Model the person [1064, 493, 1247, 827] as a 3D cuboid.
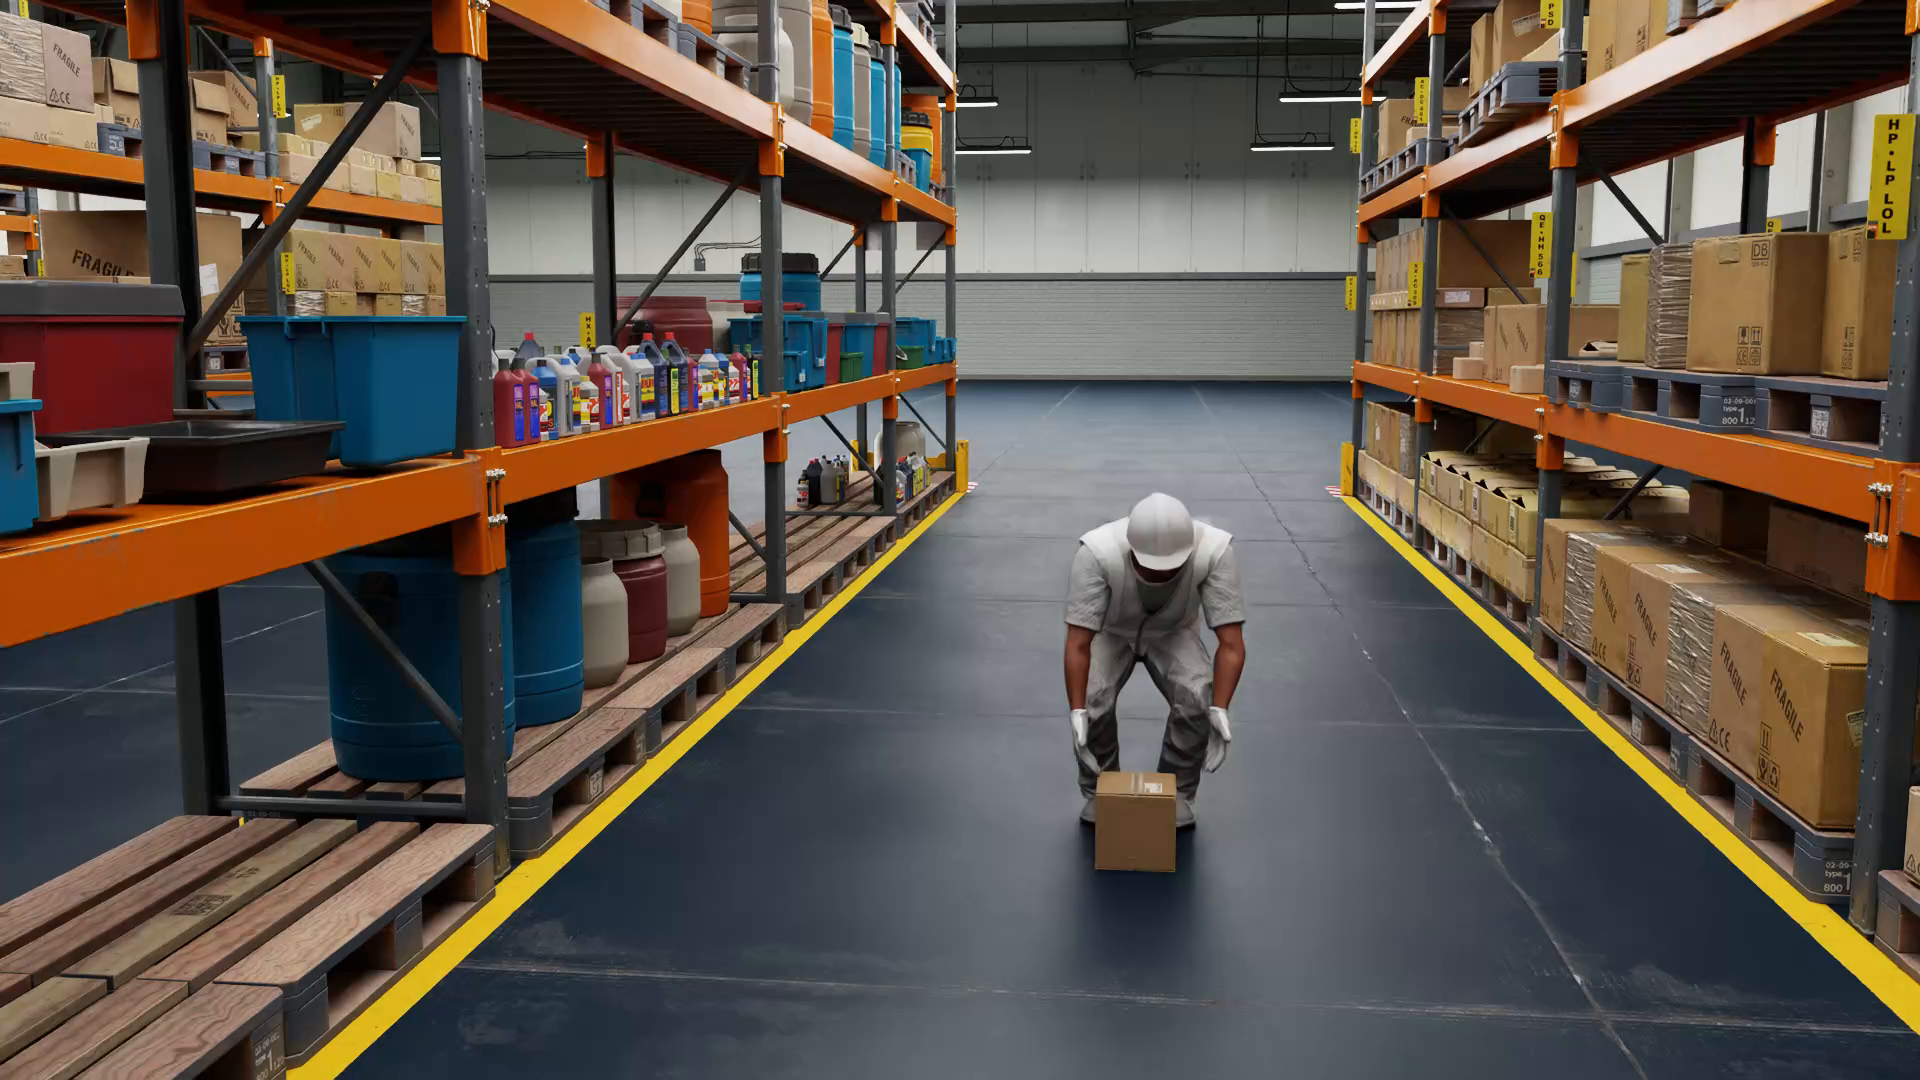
[{"bbox_3d":[0.654,0.390,5.614,0.596,1.168,0.859,1,8,6],"label":"person"}]
